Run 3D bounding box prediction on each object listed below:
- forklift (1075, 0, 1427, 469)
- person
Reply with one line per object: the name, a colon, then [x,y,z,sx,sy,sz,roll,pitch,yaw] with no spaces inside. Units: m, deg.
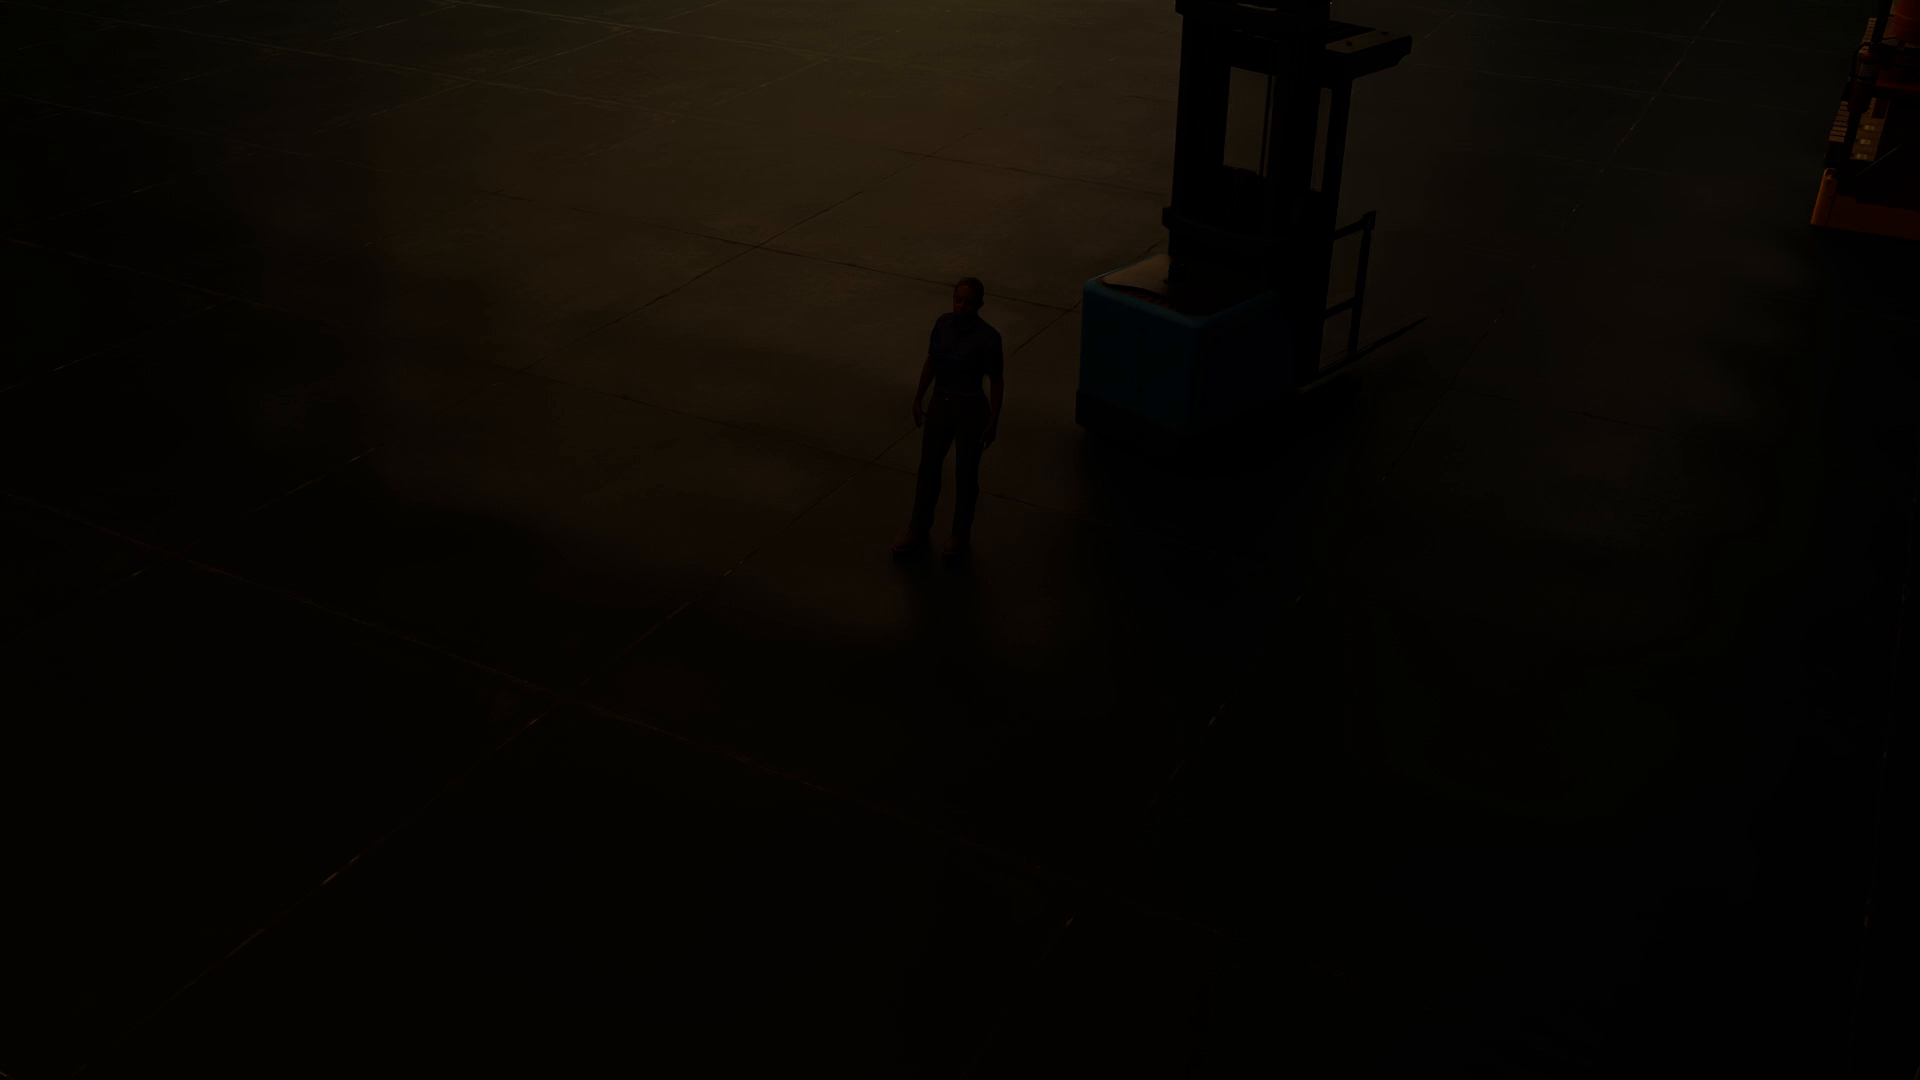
forklift: [2.190,-2.354,11.149,3.031,2.935,1.130,-26,39,-37]
person: [-0.059,-0.689,9.527,0.570,1.656,0.503,15,33,25]
